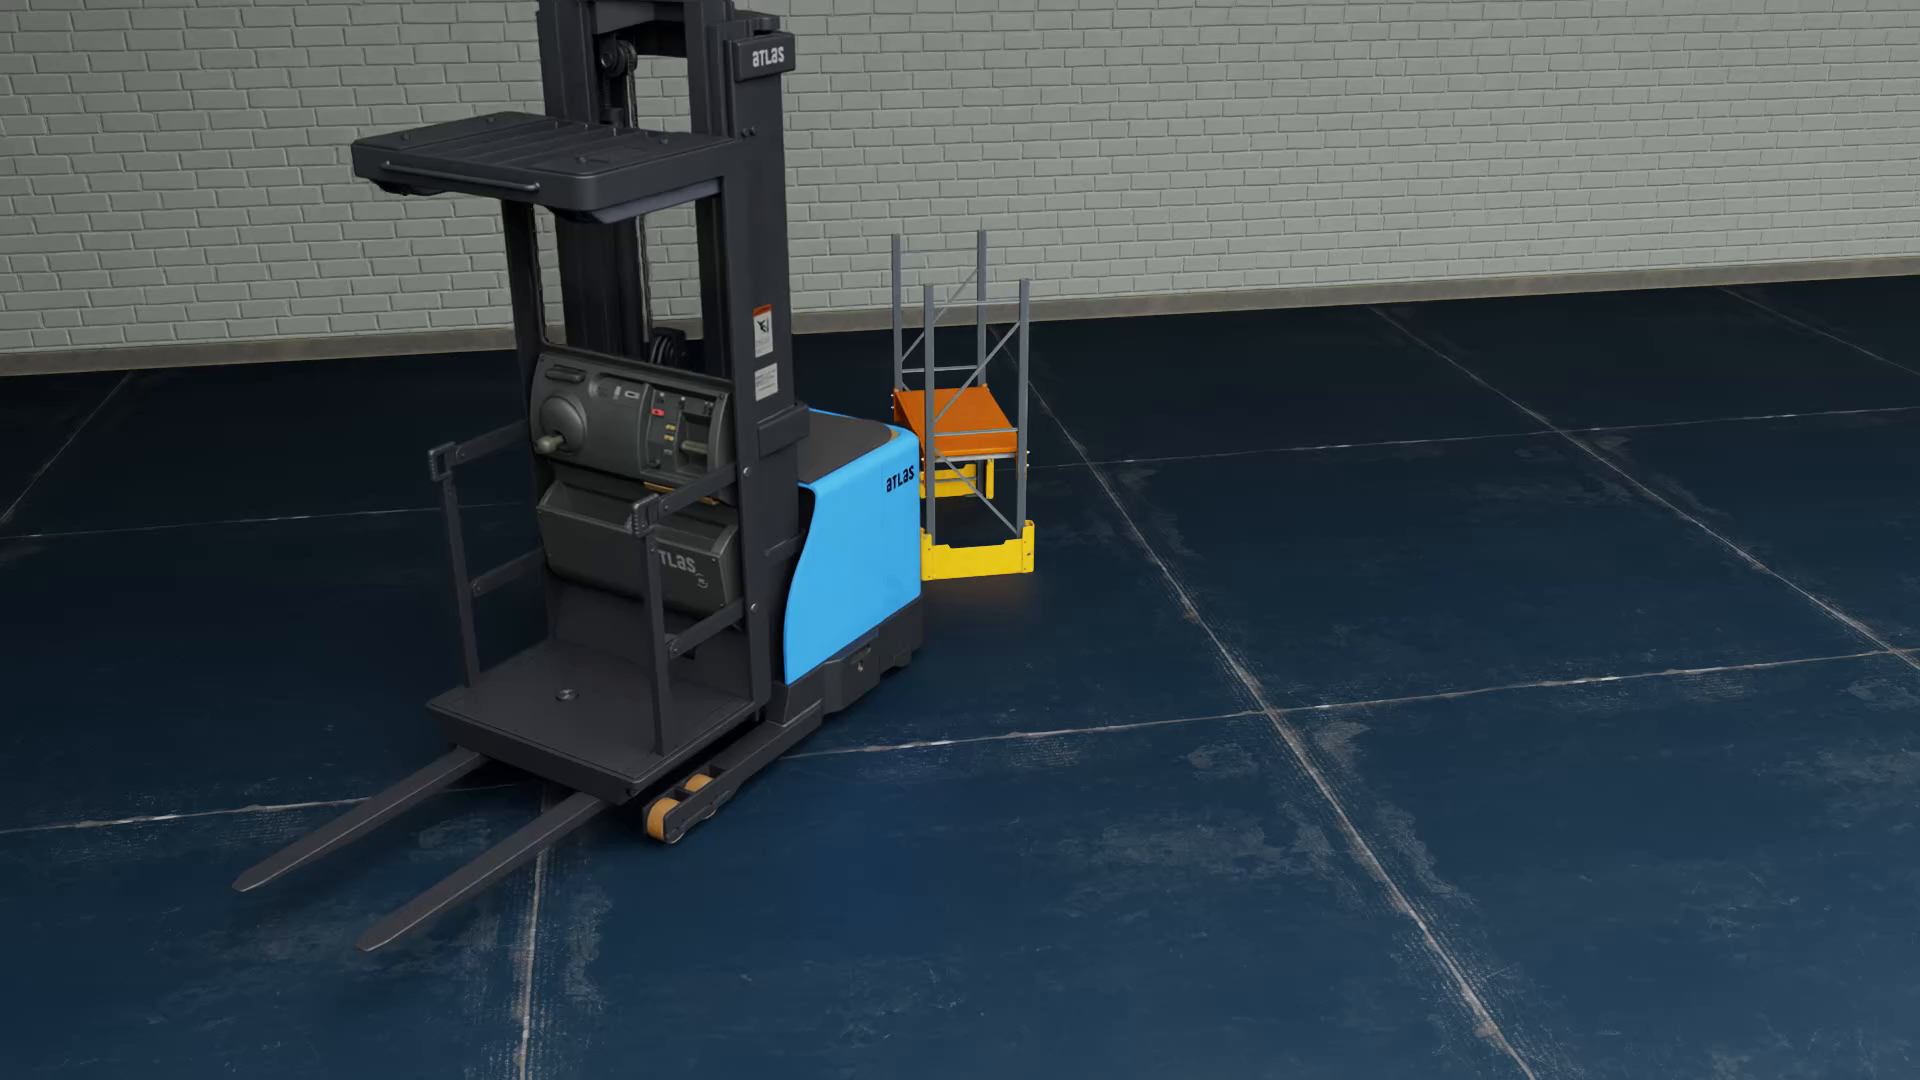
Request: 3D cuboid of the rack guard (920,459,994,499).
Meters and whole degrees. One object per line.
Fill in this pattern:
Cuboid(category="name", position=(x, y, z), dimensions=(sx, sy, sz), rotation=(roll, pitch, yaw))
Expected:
Cuboid(category="rack guard", position=(-0.106, -0.340, 9.217), dimensions=(0.587, 0.250, 0.087), rotation=(-4, 24, -10))

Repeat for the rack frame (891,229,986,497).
Cuboid(category="rack frame", position=(-0.110, -0.921, 8.984), dimensions=(0.500, 1.500, 0.032), rotation=(-4, 24, -10))

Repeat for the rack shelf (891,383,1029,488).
Cuboid(category="rack shelf", position=(-0.016, -0.556, 8.599), dimensions=(0.538, 0.185, 1.000), rotation=(-4, 24, -10))

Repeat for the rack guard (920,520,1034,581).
Cuboid(category="rack guard", position=(0.078, 0.051, 8.320), dimensions=(0.587, 0.250, 0.087), rotation=(-4, 24, -10))

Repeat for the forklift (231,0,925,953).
Cuboid(category="forklift", position=(-1.359, -0.430, 6.073), dimensions=(1.130, 2.935, 3.031), rotation=(14, 27, 29))

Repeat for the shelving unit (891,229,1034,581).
Cuboid(category="shelving unit", position=(-0.014, -0.717, 8.519), dimensions=(0.587, 1.500, 1.083), rotation=(-4, 24, -10))

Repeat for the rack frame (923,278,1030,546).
Cuboid(category="rack frame", position=(0.078, -0.521, 8.069), dimensions=(0.500, 1.500, 0.032), rotation=(-4, 24, -10))
